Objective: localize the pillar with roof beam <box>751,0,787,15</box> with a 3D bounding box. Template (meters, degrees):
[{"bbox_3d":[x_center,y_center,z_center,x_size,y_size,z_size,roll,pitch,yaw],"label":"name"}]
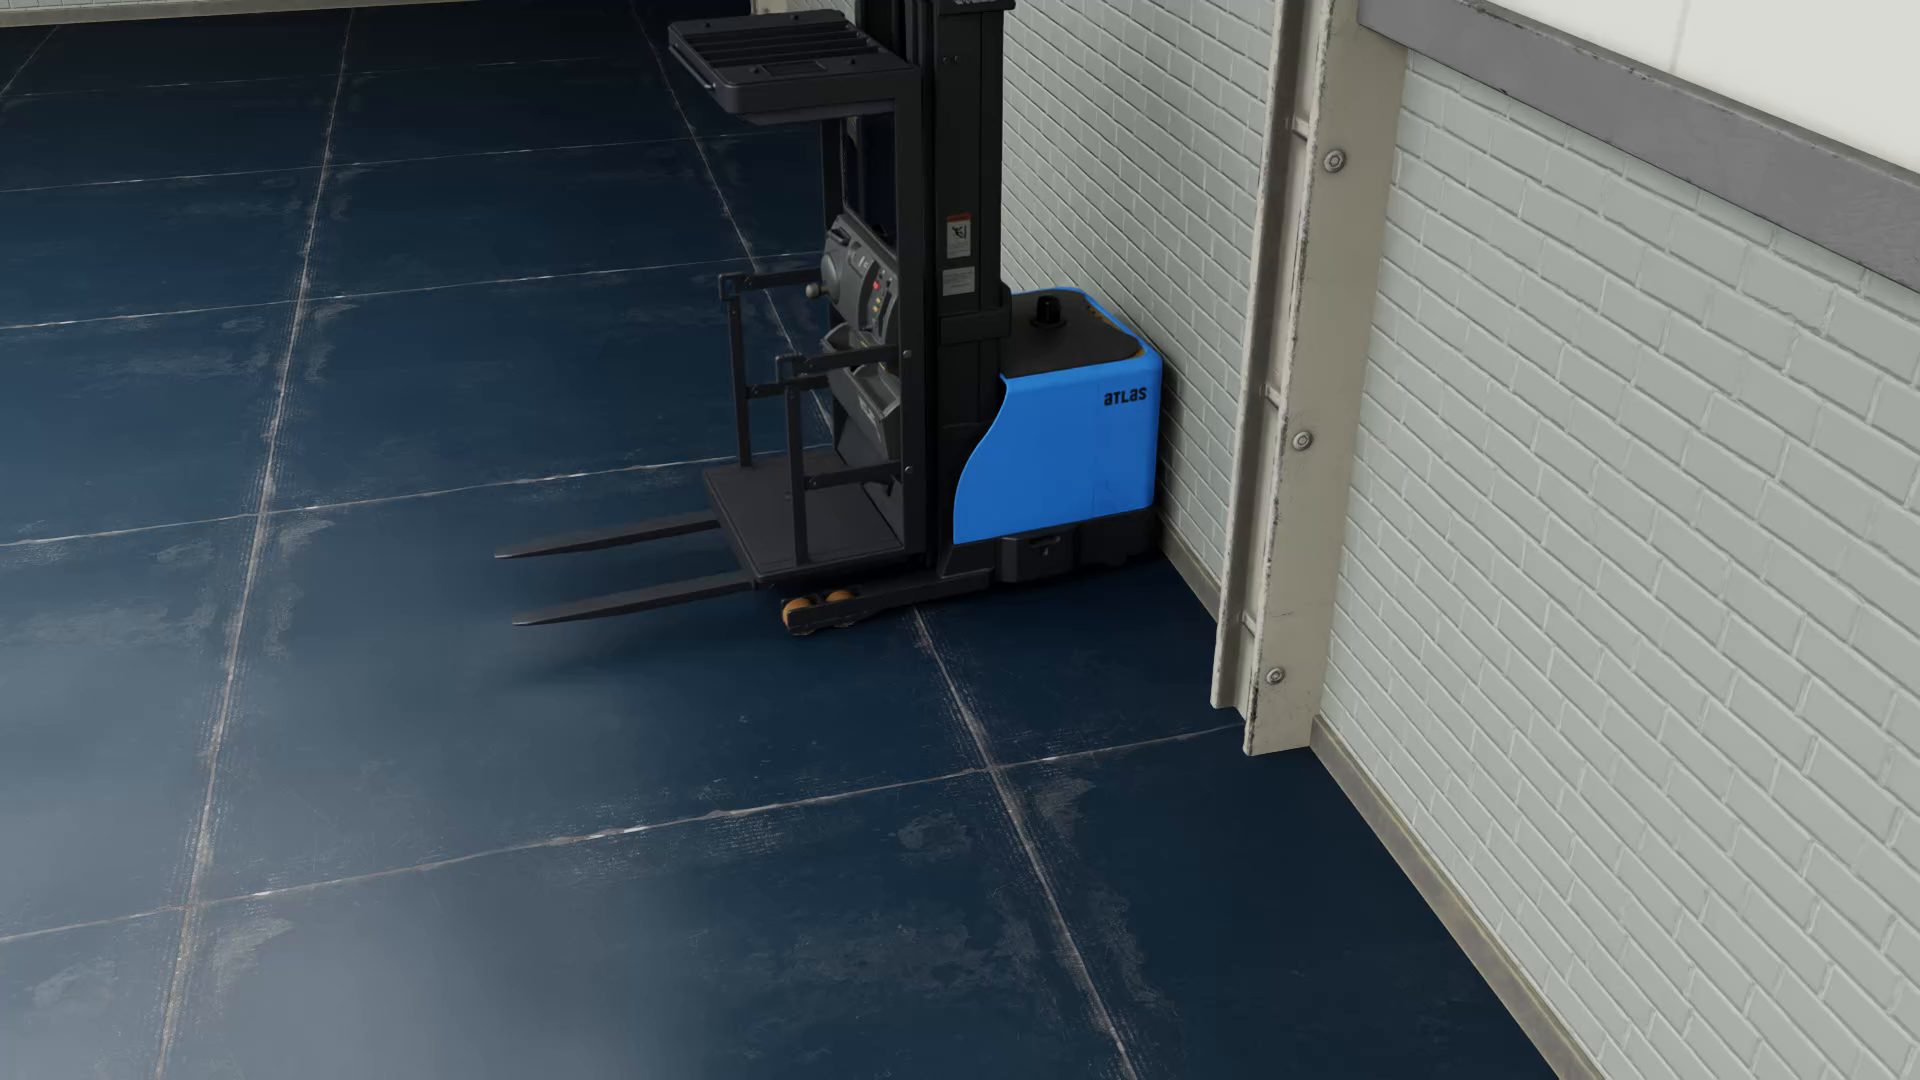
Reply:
[{"bbox_3d":[-6.074,-8.358,13.707,9.100,9.000,0.400,-8,31,-13],"label":"pillar with roof beam"}]

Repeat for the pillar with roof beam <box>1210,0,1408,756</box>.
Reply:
[{"bbox_3d":[-2.889,-2.562,3.694,9.100,9.000,0.400,-8,31,-13],"label":"pillar with roof beam"}]

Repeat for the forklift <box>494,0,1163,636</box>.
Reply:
[{"bbox_3d":[-0.630,-1.136,7.287,3.031,2.935,1.130,-11,32,-18],"label":"forklift"}]
